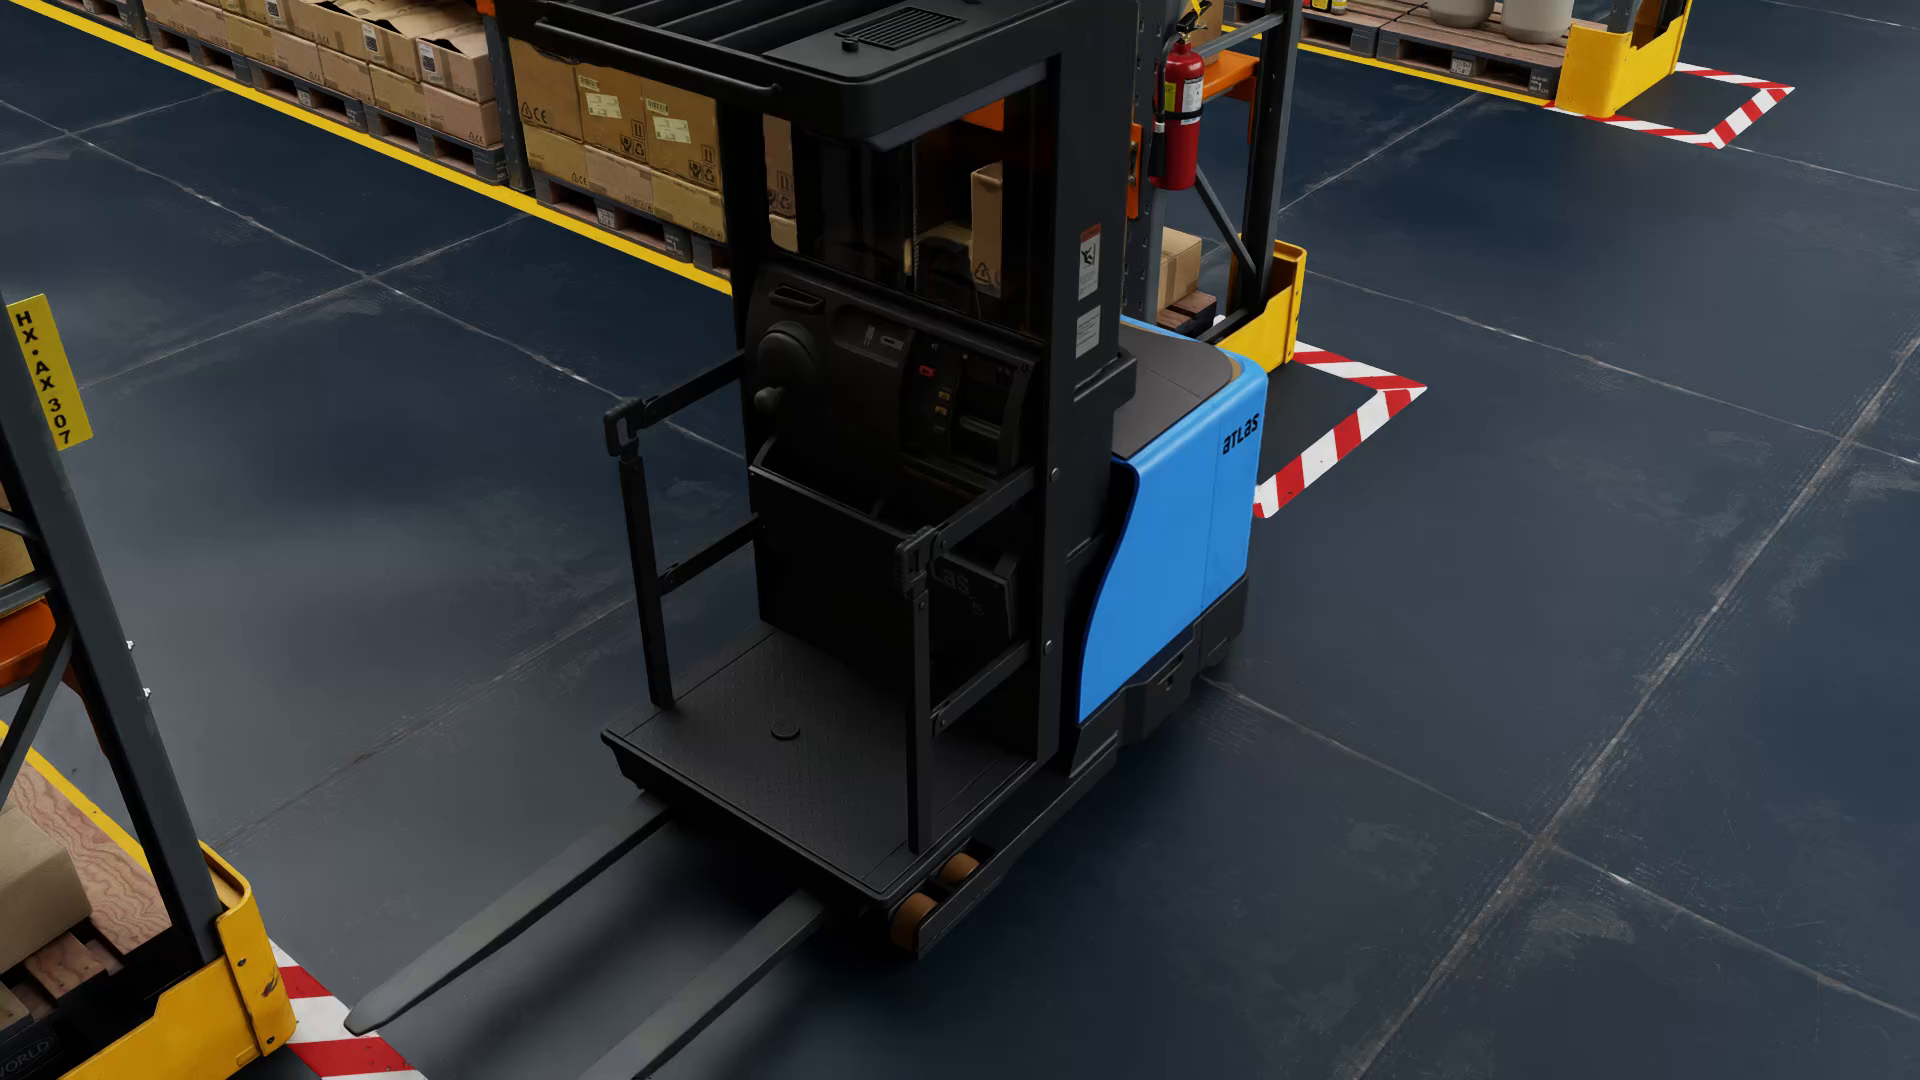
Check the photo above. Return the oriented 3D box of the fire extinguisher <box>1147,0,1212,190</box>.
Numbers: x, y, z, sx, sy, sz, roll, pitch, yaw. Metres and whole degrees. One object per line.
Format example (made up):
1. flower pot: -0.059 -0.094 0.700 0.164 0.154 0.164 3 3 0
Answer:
1. fire extinguisher: 0.791 -1.613 6.017 0.183 0.674 0.296 25 42 32

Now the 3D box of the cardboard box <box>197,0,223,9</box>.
1. cardboard box: -4.527 -3.554 10.338 0.500 0.311 0.500 24 41 31

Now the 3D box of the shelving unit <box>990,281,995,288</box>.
1. shelving unit: -0.041 -0.452 5.981 0.252 1.050 0.215 25 42 32

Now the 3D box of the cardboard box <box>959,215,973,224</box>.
1. cardboard box: 0.341 -1.400 7.697 0.500 0.250 0.500 25 42 32

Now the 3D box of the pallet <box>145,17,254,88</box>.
1. pallet: -4.543 -3.323 10.902 1.213 0.211 1.003 25 42 32

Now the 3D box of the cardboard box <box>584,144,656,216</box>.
1. cardboard box: -1.533 -1.895 8.418 0.500 0.250 0.500 25 42 32

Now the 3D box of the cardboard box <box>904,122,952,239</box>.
1. cardboard box: -0.383 -1.659 7.412 0.500 0.500 0.500 25 42 32

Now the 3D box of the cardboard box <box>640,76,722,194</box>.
1. cardboard box: -1.152 -2.021 7.939 0.500 0.500 0.500 25 42 32

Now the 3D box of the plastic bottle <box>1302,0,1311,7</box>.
1. plastic bottle: 2.302 -3.680 10.976 0.135 0.276 0.152 26 42 32

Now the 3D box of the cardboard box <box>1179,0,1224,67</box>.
1. cardboard box: 0.647 -2.106 6.578 0.500 0.500 0.700 25 42 32

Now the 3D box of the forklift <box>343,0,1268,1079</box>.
1. forklift: -0.332 -0.385 4.221 1.130 2.935 3.031 24 41 31

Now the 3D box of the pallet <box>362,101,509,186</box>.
1. pallet: -2.667 -2.439 9.615 1.213 0.211 1.003 25 42 32

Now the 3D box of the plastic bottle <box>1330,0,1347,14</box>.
1. plastic bottle: 2.478 -3.546 10.847 0.097 0.201 0.097 0 34 0

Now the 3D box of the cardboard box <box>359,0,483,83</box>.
1. cardboard box: -2.975 -2.817 9.265 0.500 0.311 0.500 27 42 33

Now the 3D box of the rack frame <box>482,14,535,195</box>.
1. rack frame: -2.076 -3.339 8.462 0.127 3.000 1.000 25 42 32

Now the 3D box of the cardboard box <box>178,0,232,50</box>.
1. cardboard box: -4.549 -3.328 10.504 0.500 0.250 0.500 24 41 31

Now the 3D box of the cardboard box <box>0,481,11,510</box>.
1. cardboard box: -2.343 -0.292 3.479 0.500 0.500 0.500 25 42 32

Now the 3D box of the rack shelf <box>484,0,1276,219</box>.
1. rack shelf: -0.539 -2.318 7.611 4.000 0.370 1.077 25 42 32

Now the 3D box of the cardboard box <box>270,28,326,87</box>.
1. cardboard box: -3.752 -2.956 9.963 0.500 0.250 0.500 26 42 33

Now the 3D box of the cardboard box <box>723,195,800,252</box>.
1. cardboard box: -0.764 -1.533 7.891 0.500 0.250 0.500 25 42 32

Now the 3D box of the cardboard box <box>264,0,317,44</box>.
1. cardboard box: -3.741 -3.182 9.797 0.500 0.311 0.500 25 41 31

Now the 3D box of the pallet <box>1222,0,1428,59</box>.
1. pallet: 2.527 -3.640 11.363 1.213 0.211 1.003 25 42 32

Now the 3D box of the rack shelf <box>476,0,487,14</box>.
1. rack shelf: -3.613 -3.766 9.720 4.000 0.370 1.077 25 42 32

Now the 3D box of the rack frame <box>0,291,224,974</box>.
1. rack frame: -2.169 0.267 3.212 0.127 3.000 1.000 25 42 32

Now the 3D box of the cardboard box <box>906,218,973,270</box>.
1. cardboard box: 0.005 -1.171 7.363 0.500 0.250 0.500 25 42 32

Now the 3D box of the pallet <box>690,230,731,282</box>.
1. pallet: -0.550 -1.441 8.162 1.213 0.211 1.003 25 42 32

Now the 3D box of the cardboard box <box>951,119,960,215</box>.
1. cardboard box: -0.050 -1.885 7.741 0.500 0.500 0.500 25 42 32

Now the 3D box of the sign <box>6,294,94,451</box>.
1. sign: -1.822 -0.326 3.311 0.005 0.325 0.100 25 42 32

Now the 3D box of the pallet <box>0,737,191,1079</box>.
1. pallet: -2.829 1.079 4.492 1.213 0.211 1.003 25 42 32

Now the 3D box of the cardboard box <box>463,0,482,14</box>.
1. cardboard box: -2.616 -3.051 9.606 0.500 0.311 0.500 25 42 31

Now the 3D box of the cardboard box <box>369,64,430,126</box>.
1. cardboard box: -2.968 -2.586 9.424 0.500 0.250 0.500 25 41 31

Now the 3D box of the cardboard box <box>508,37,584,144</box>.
1. cardboard box: -1.920 -2.383 8.466 0.500 0.500 0.500 25 42 32

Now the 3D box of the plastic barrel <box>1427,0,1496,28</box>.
1. plastic barrel: 3.230 -3.578 10.637 0.421 0.512 0.421 0 34 0

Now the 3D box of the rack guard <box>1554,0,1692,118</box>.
1. rack guard: 4.081 -3.020 10.206 0.348 0.500 1.175 25 42 32
